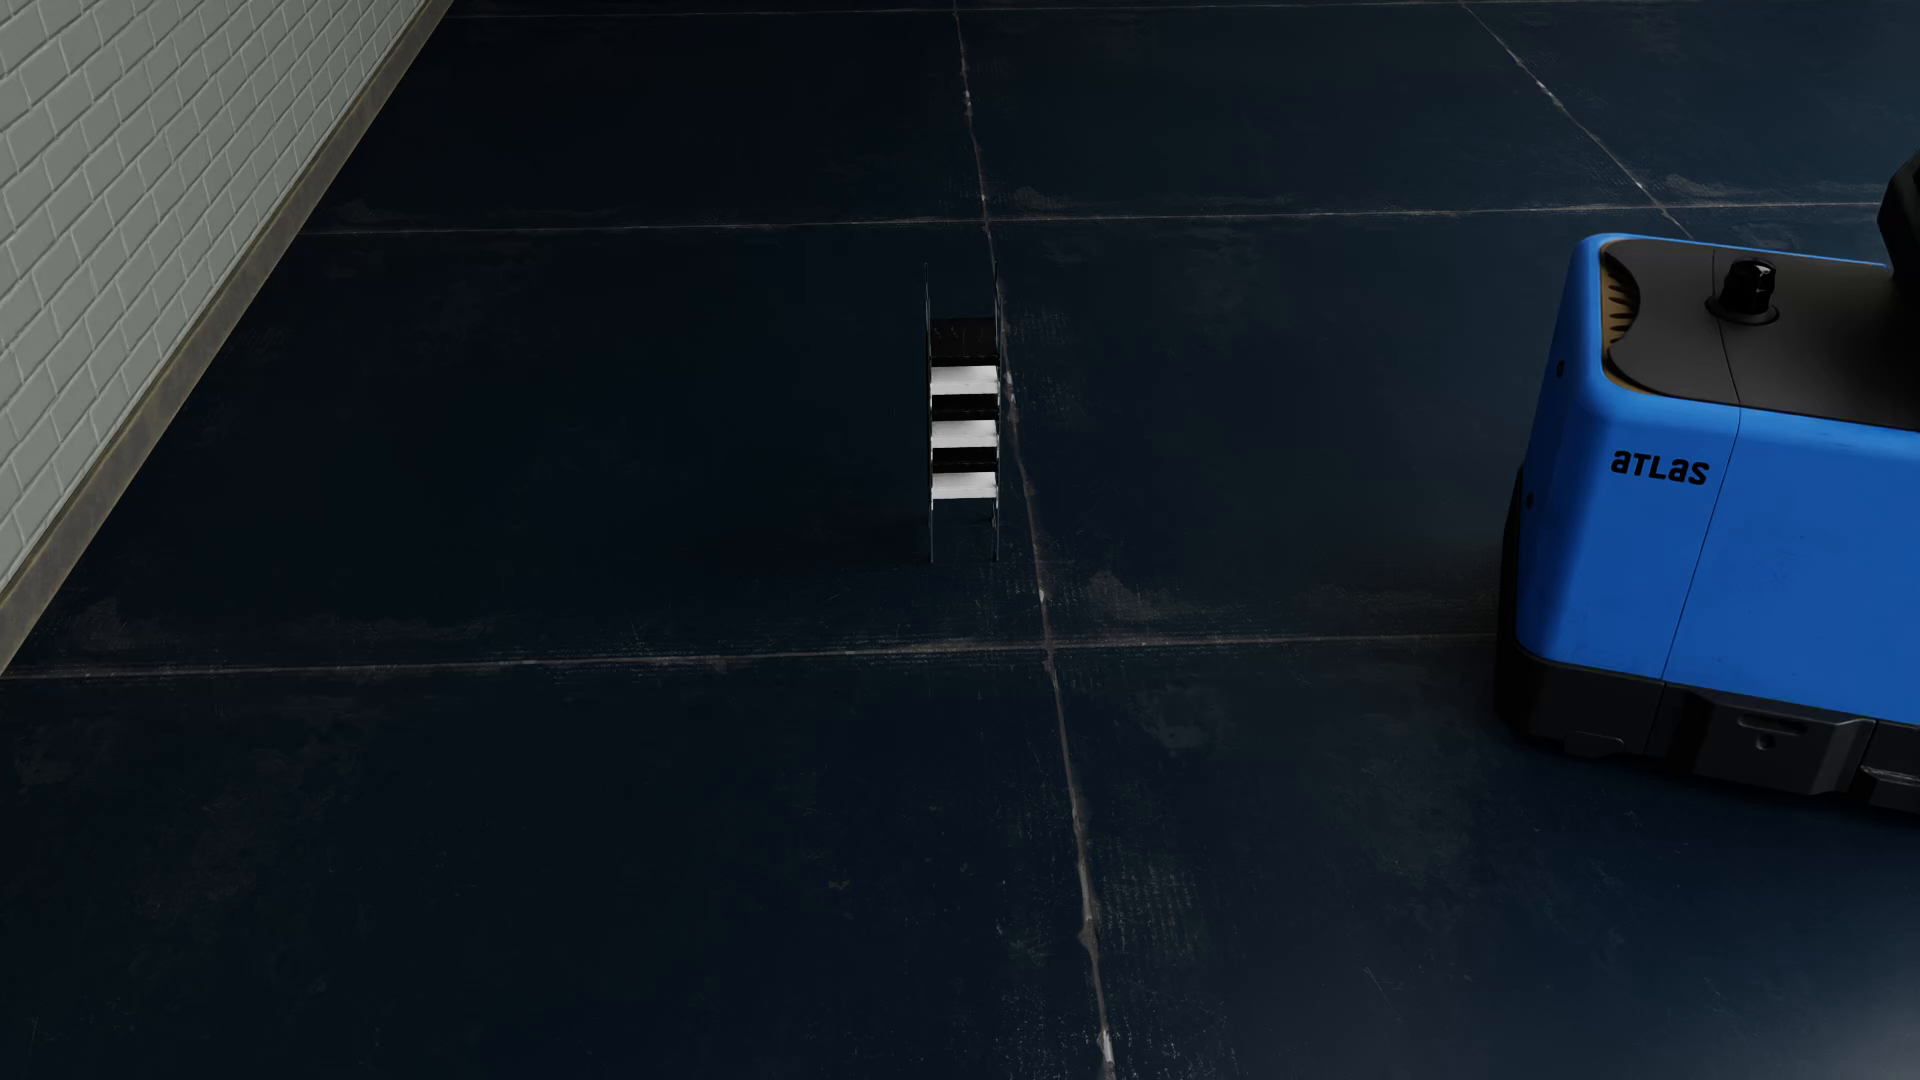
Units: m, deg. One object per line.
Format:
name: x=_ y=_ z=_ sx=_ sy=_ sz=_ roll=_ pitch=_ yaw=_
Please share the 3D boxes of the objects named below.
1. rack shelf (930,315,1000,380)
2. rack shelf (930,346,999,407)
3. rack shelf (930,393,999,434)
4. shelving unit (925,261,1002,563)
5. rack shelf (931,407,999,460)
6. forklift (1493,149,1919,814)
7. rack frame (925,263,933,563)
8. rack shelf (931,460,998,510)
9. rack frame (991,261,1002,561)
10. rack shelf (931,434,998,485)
rack shelf: x=0.008 y=-0.565 z=4.860 sx=0.200 sy=0.077 sz=0.258 roll=-2 pitch=35 yaw=-2
rack shelf: x=0.008 y=-0.491 z=4.911 sx=0.200 sy=0.077 sz=0.258 roll=-2 pitch=35 yaw=-2
rack shelf: x=0.008 y=-0.417 z=4.962 sx=0.200 sy=0.077 sz=0.258 roll=-2 pitch=35 yaw=-2
shelving unit: x=0.008 y=-0.370 z=4.994 sx=0.210 sy=0.900 sz=0.258 roll=-2 pitch=35 yaw=-2
rack shelf: x=0.008 y=-0.343 z=5.013 sx=0.200 sy=0.077 sz=0.258 roll=-2 pitch=35 yaw=-2
forklift: x=3.011 y=-0.683 z=3.662 sx=3.031 sy=2.935 sz=1.130 roll=10 pitch=36 yaw=14
rack frame: x=-0.093 y=-0.368 z=4.990 sx=0.006 sy=0.900 sz=0.240 roll=-2 pitch=35 yaw=-2
rack shelf: x=0.008 y=-0.195 z=5.116 sx=0.200 sy=0.077 sz=0.258 roll=-2 pitch=35 yaw=-2
rack frame: x=0.110 y=-0.373 z=4.998 sx=0.006 sy=0.900 sz=0.240 roll=-2 pitch=35 yaw=-2
rack shelf: x=0.008 y=-0.269 z=5.064 sx=0.200 sy=0.077 sz=0.258 roll=-2 pitch=35 yaw=-2
